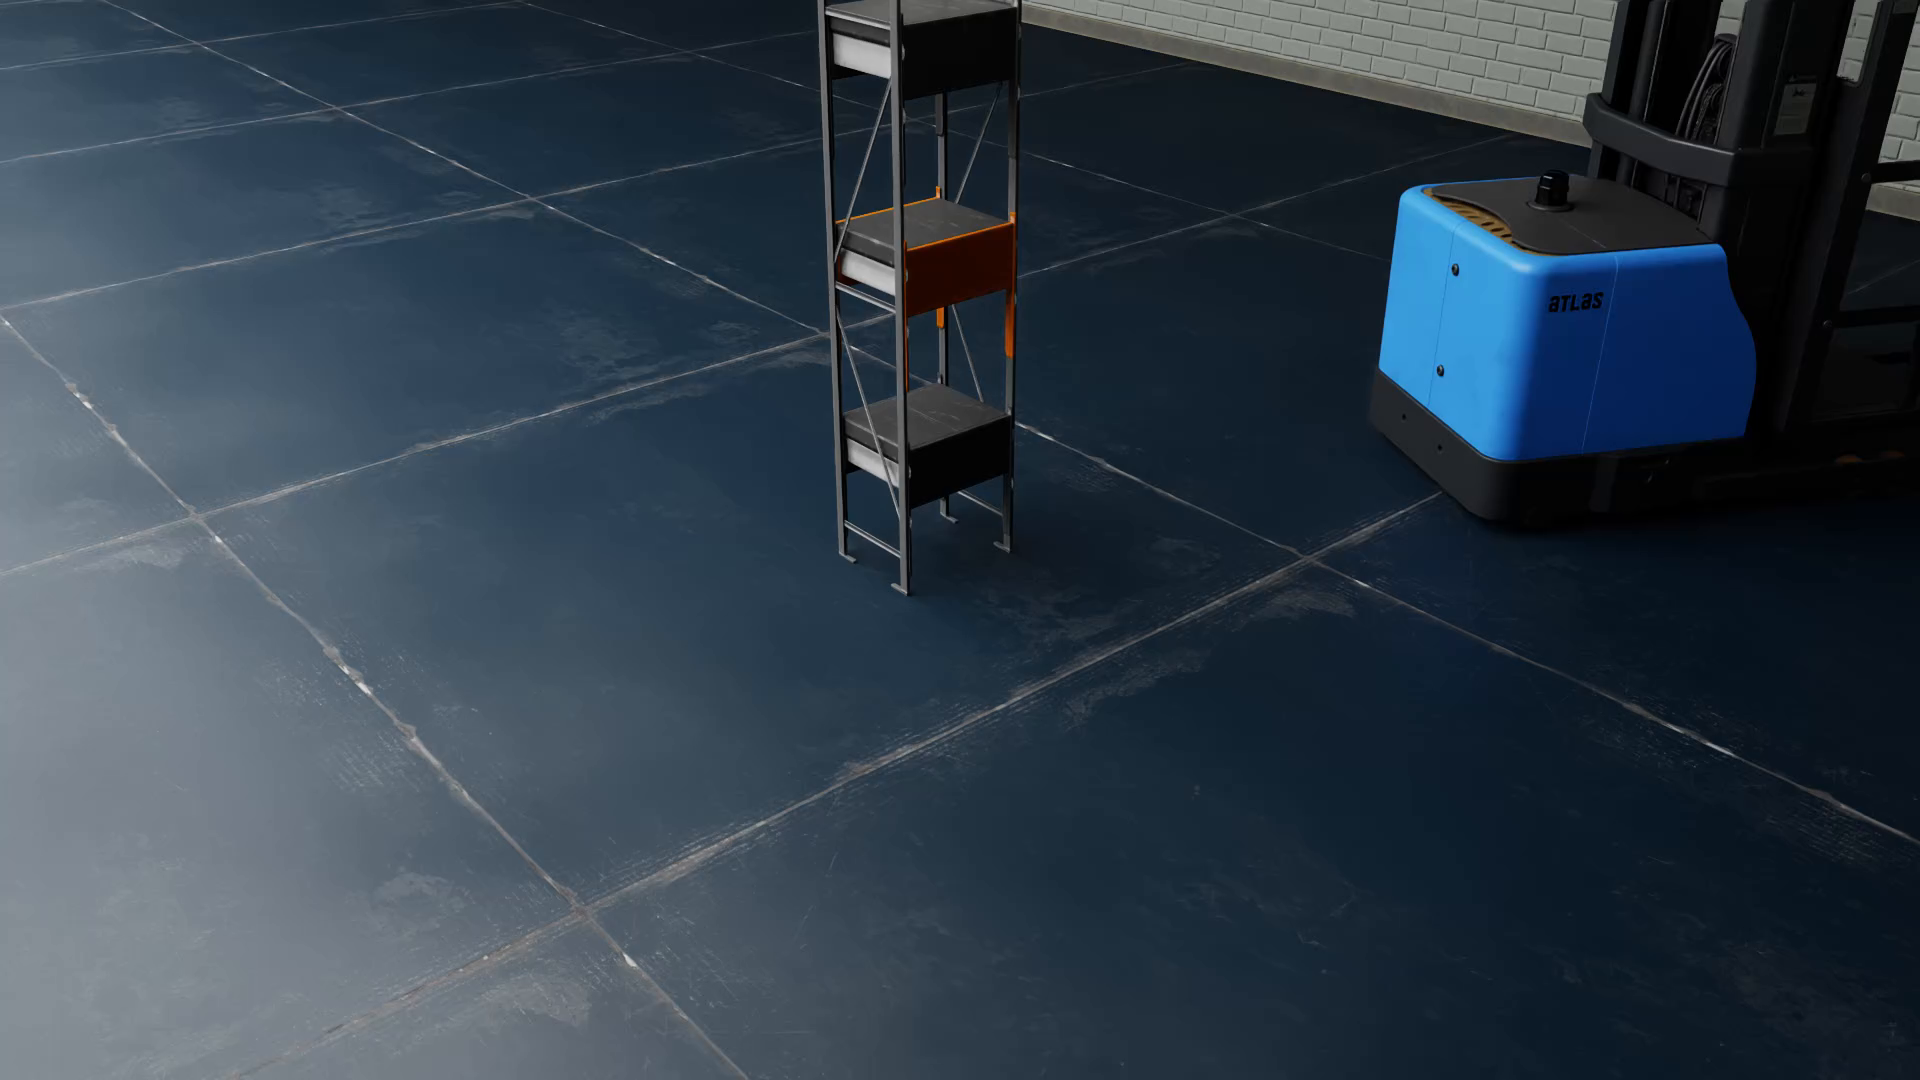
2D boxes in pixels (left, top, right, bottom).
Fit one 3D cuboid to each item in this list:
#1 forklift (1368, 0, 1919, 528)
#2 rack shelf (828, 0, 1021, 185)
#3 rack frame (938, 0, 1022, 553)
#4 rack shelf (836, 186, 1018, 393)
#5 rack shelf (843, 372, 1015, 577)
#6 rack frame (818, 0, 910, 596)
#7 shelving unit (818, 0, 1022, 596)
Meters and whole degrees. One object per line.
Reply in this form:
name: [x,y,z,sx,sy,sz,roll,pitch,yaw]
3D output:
forklift: [3.304,-1.697,6.315,3.031,2.935,1.130,-6,29,-12]
rack shelf: [-0.126,-1.481,5.337,0.480,0.518,0.431,-22,35,-35]
rack frame: [0.060,-0.950,5.800,0.015,2.100,0.400,-22,35,-35]
rack shelf: [-0.126,-0.863,5.667,0.480,0.518,0.431,-22,35,-35]
rack shelf: [-0.126,-0.246,5.997,0.480,0.518,0.431,-22,35,-35]
rack frame: [-0.312,-0.801,5.521,0.015,2.100,0.400,-22,35,-35]
shelving unit: [-0.126,-0.875,5.660,0.503,2.100,0.431,-22,35,-35]
